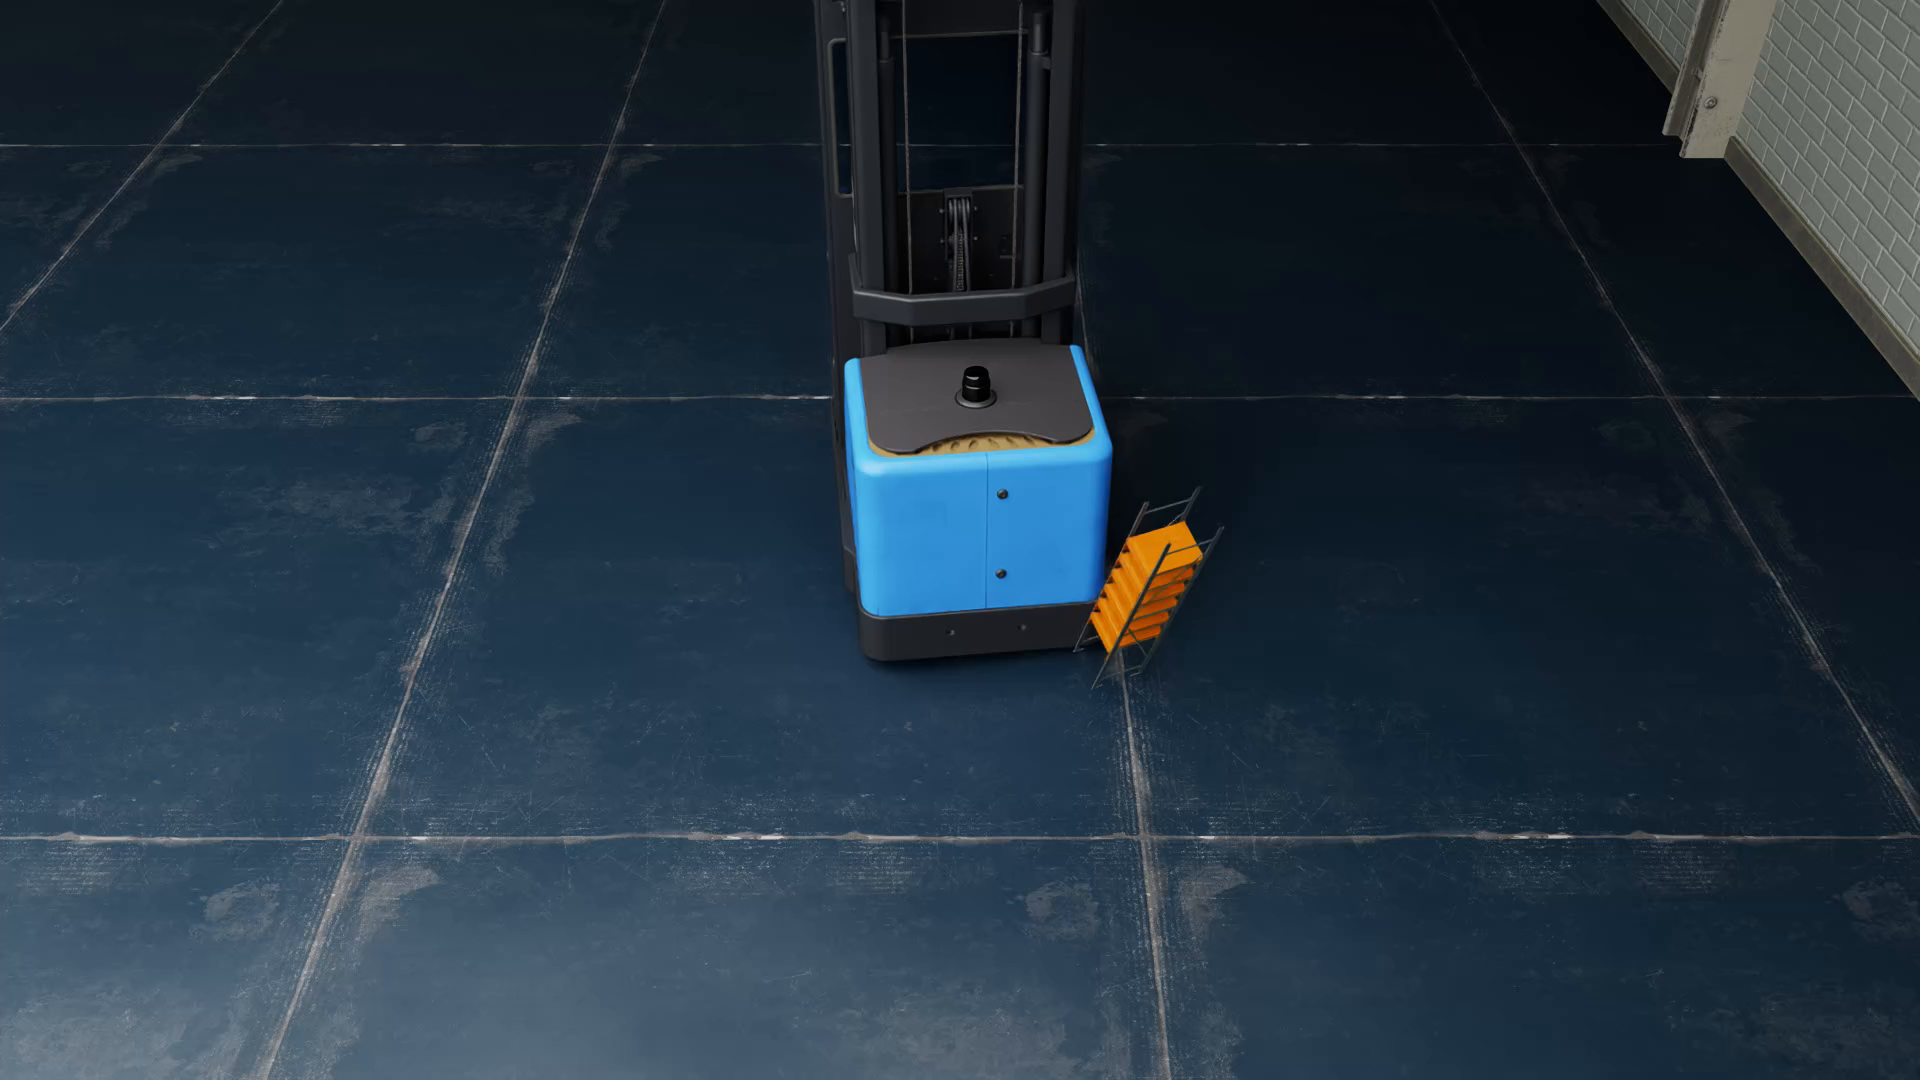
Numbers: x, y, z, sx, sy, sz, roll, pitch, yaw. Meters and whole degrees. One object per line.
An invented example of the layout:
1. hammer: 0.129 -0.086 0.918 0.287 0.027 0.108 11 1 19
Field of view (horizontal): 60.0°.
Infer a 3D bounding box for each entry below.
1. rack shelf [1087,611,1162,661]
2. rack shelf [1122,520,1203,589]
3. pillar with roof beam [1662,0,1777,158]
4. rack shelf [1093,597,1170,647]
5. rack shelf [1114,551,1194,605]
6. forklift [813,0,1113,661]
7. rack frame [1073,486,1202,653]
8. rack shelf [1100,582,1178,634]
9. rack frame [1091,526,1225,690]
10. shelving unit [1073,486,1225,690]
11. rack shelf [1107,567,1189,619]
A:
1. rack shelf: 0.674 0.358 6.776 0.258 0.103 0.180 -16 64 -19
2. rack shelf: 0.769 0.053 6.268 0.258 0.103 0.180 -16 64 -19
3. pillar with roof beam: 0.565 -6.130 8.203 9.100 9.000 0.400 0 39 0
4. rack shelf: 0.693 0.297 6.674 0.258 0.103 0.180 -16 64 -19
5. rack shelf: 0.750 0.114 6.369 0.258 0.103 0.180 -16 64 -19
6. forklift: -0.061 -1.548 7.338 1.130 2.935 3.031 -4 39 -5
7. rack frame: 0.683 0.139 6.574 0.240 1.200 0.006 -16 64 -19
8. rack shelf: 0.712 0.236 6.573 0.258 0.103 0.180 -16 64 -19
9. rack frame: 0.754 0.289 6.497 0.240 1.200 0.006 -16 64 -19
10. shelving unit: 0.719 0.214 6.535 0.258 1.200 0.189 -16 64 -19
11. rack shelf: 0.731 0.175 6.471 0.258 0.103 0.180 -16 64 -19
